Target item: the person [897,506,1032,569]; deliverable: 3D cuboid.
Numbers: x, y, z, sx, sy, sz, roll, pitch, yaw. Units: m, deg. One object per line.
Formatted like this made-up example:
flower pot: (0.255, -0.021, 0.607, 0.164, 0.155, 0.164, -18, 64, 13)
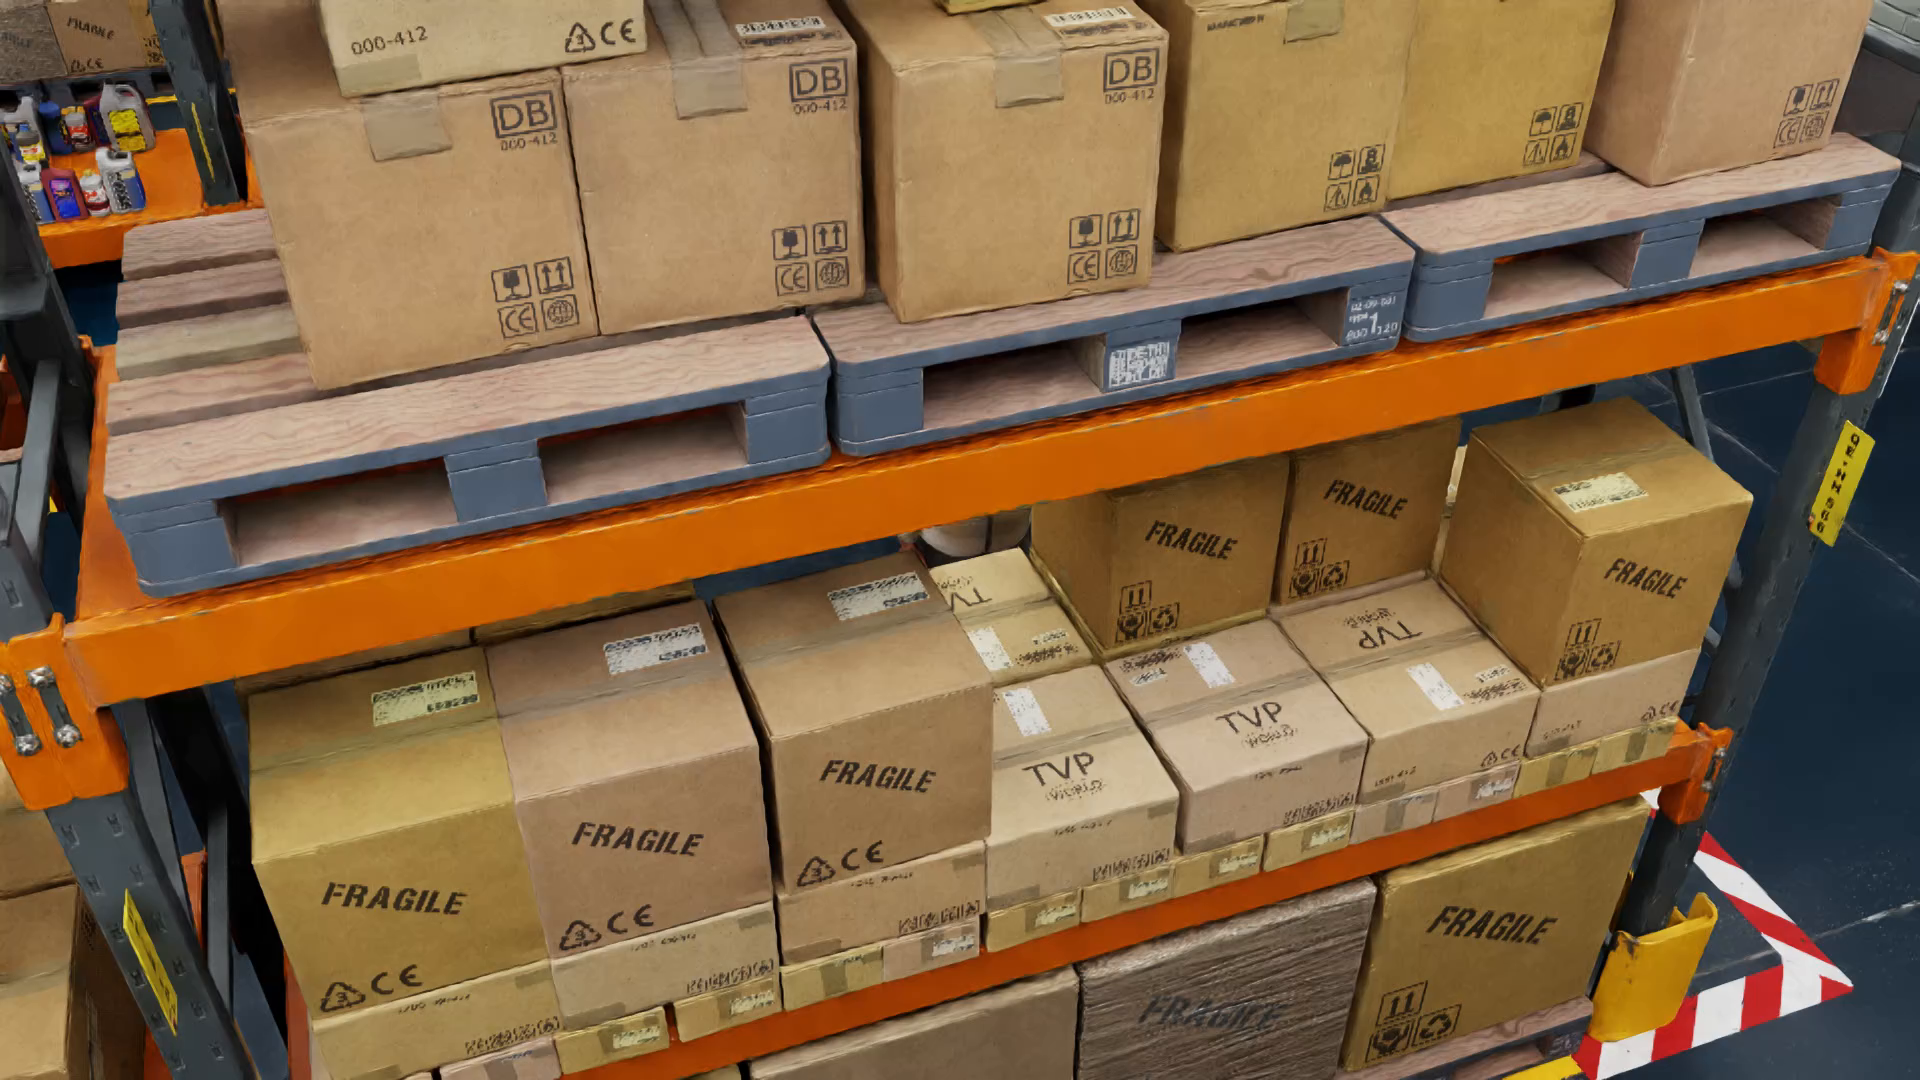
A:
person: (0.048, -0.061, 6.179, 0.618, 1.762, 0.477, -11, 39, -14)
